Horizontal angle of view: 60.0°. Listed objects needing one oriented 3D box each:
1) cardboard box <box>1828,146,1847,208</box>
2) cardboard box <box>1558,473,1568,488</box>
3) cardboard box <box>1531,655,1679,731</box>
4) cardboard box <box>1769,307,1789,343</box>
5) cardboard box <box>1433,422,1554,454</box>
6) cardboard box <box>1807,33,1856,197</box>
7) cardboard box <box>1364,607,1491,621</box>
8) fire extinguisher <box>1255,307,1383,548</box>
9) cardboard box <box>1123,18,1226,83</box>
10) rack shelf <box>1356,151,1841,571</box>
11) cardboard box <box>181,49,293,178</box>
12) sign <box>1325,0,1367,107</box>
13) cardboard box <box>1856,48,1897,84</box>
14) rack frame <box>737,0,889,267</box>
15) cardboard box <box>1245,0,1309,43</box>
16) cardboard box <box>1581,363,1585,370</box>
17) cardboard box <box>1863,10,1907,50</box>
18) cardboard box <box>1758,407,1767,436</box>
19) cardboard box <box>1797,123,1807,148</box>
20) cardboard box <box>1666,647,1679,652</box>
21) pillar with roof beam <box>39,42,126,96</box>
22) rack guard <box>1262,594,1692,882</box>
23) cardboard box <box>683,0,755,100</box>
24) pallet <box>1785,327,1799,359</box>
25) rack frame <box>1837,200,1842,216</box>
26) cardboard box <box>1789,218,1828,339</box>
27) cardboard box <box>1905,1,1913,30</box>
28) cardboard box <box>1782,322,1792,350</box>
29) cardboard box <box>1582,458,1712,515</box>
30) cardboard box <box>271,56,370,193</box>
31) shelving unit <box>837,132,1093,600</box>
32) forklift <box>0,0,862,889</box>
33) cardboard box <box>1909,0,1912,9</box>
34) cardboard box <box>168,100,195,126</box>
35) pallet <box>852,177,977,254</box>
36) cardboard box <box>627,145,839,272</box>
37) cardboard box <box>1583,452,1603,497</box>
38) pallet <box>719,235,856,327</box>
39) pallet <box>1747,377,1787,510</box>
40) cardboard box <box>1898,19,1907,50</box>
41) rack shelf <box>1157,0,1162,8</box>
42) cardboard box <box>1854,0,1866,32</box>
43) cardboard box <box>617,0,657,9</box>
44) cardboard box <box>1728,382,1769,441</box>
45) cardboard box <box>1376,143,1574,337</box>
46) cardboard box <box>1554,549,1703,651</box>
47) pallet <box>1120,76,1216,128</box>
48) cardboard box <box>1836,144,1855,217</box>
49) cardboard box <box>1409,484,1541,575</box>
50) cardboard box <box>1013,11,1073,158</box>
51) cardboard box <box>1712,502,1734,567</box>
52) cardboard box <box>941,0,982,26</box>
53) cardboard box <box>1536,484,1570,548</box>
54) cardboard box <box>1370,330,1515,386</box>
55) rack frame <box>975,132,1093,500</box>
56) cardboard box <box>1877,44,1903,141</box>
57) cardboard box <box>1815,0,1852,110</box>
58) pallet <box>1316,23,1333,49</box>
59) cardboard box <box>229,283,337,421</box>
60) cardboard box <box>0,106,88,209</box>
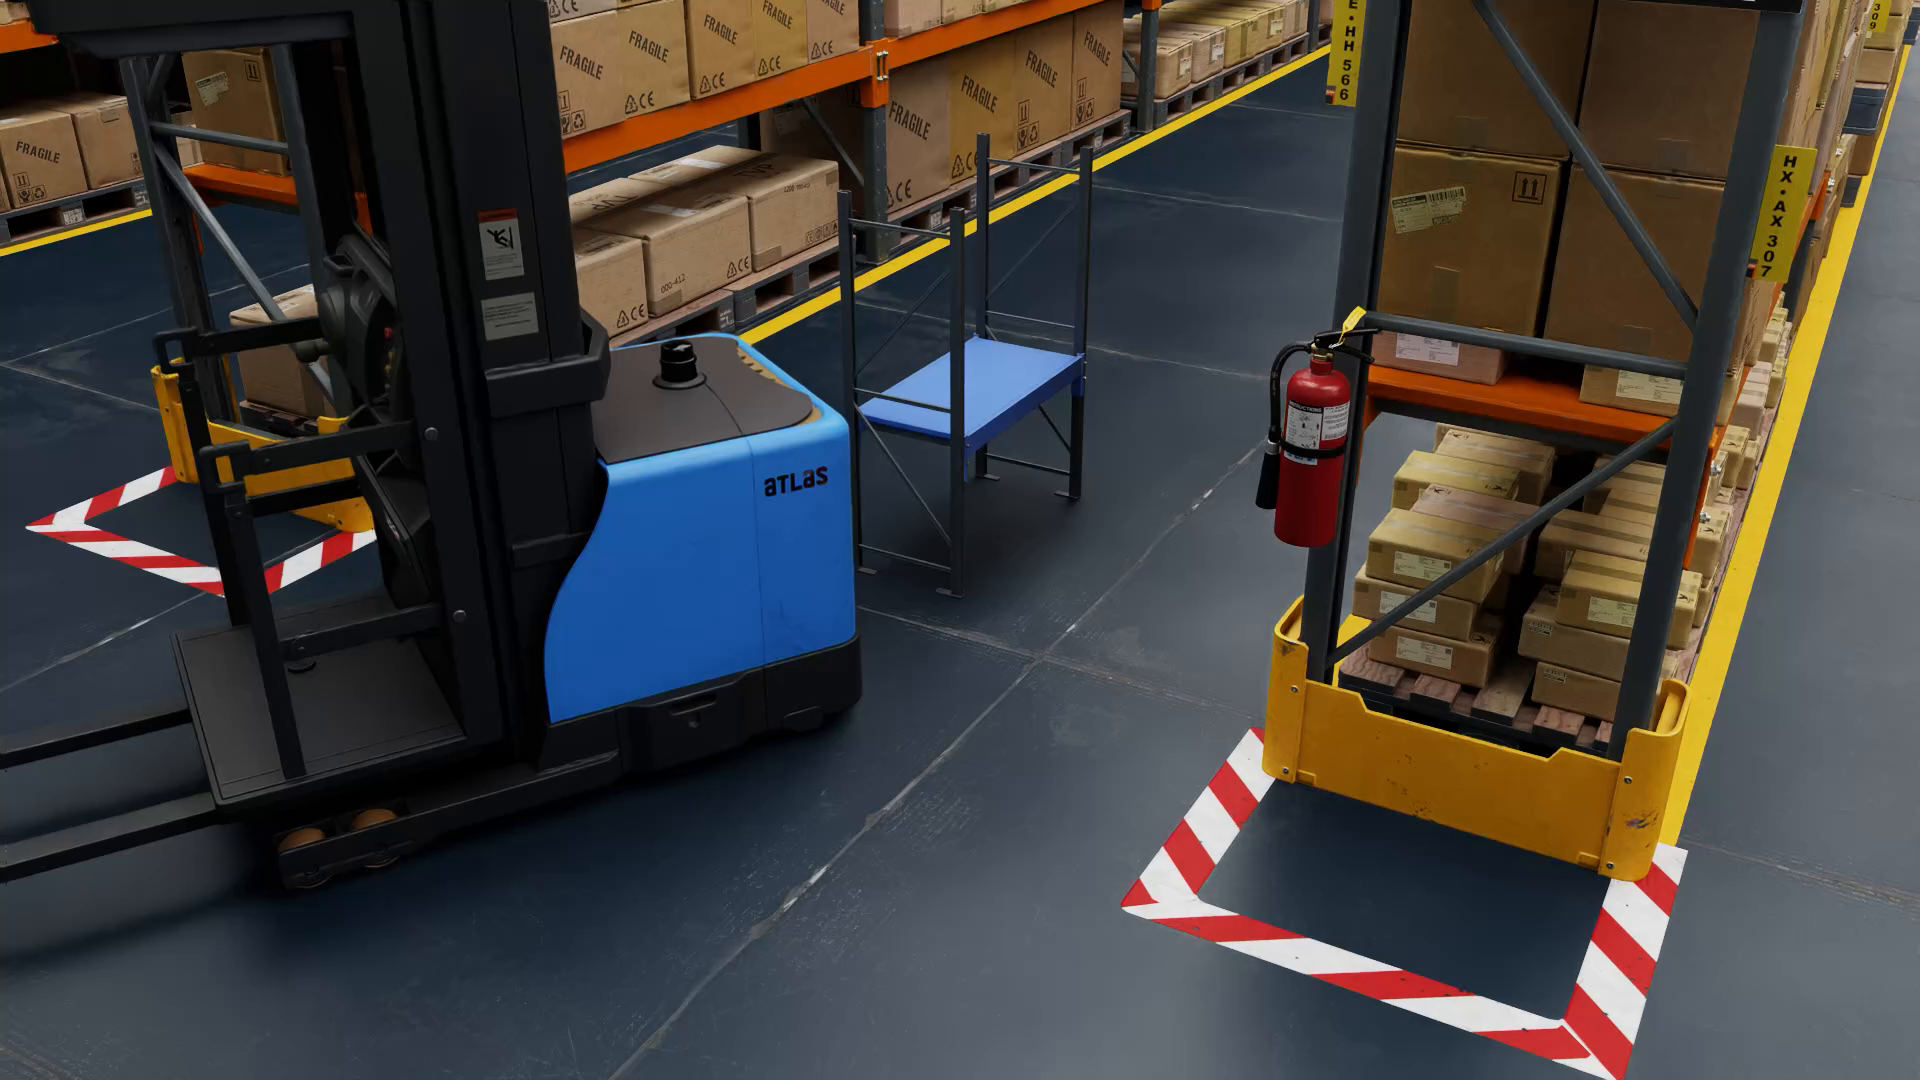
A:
[{"bbox_3d":[4.315,-1.915,8.710,0.500,0.250,0.500,15,30,27],"label":"cardboard box"},{"bbox_3d":[2.147,-0.198,6.509,0.380,0.149,0.250,15,30,27],"label":"cardboard box"},{"bbox_3d":[2.030,0.441,5.234,0.380,0.149,0.250,15,30,27],"label":"cardboard box"},{"bbox_3d":[3.422,-0.946,7.340,0.380,0.149,0.250,15,30,27],"label":"cardboard box"},{"bbox_3d":[1.990,-0.372,6.193,0.380,0.149,0.250,15,30,28],"label":"cardboard box"},{"bbox_3d":[2.967,-1.603,6.157,0.500,0.500,0.500,14,30,26],"label":"cardboard box"},{"bbox_3d":[1.610,0.201,5.713,0.380,0.149,0.250,15,30,28],"label":"cardboard box"},{"bbox_3d":[0.968,-0.315,4.531,0.296,0.674,0.183,14,30,26],"label":"fire extinguisher"},{"bbox_3d":[1.713,-4.201,14.258,0.950,0.372,0.625,14,30,25],"label":"cardboard box"},{"bbox_3d":[2.478,-0.970,6.141,1.077,0.370,4.000,14,30,26],"label":"rack shelf"},{"bbox_3d":[-2.859,-1.854,6.991,0.500,0.500,0.500,14,30,26],"label":"cardboard box"},{"bbox_3d":[1.020,-1.302,4.353,0.100,0.325,0.005,14,30,26],"label":"sign"},{"bbox_3d":[4.056,-2.199,7.604,0.380,0.149,0.250,13,29,24],"label":"cardboard box"},{"bbox_3d":[-0.898,-3.122,9.636,1.000,3.000,0.127,14,30,26],"label":"rack frame"},{"bbox_3d":[2.782,-5.048,15.949,0.950,0.372,0.625,15,30,27],"label":"cardboard box"},{"bbox_3d":[2.028,-0.563,4.804,0.380,0.149,0.250,15,30,28],"label":"cardboard box"},{"bbox_3d":[4.056,-2.332,7.537,0.380,0.149,0.250,15,30,27],"label":"cardboard box"},{"bbox_3d":[3.291,-0.557,7.226,0.380,0.149,0.250,13,29,24],"label":"cardboard box"},{"bbox_3d":[2.196,-1.019,4.990,0.500,0.500,0.500,14,30,26],"label":"cardboard box"},{"bbox_3d":[2.159,0.199,5.384,0.380,0.149,0.250,14,30,26],"label":"cardboard box"},{"bbox_3d":[-2.600,-5.875,8.434,9.100,9.000,0.400,14,30,26],"label":"pillar with roof beam"},{"bbox_3d":[1.531,0.576,5.042,1.175,0.500,0.348,14,30,26],"label":"rack guard"},{"bbox_3d":[-1.386,-2.529,8.339,0.500,0.500,0.500,14,30,25],"label":"cardboard box"},{"bbox_3d":[3.843,-1.128,8.768,1.003,0.211,1.213,14,30,26],"label":"pallet"},{"bbox_3d":[5.429,-3.630,10.651,1.000,3.000,0.127,14,30,26],"label":"rack frame"},{"bbox_3d":[4.056,-1.371,8.461,0.500,0.500,0.500,15,30,28],"label":"cardboard box"},{"bbox_3d":[4.820,-2.807,8.817,0.380,0.149,0.250,13,29,24],"label":"cardboard box"},{"bbox_3d":[3.583,-0.925,7.630,0.380,0.149,0.250,15,30,27],"label":"cardboard box"},{"bbox_3d":[2.364,-0.140,5.729,0.380,0.149,0.250,13,29,24],"label":"cardboard box"},{"bbox_3d":[-2.379,-1.732,6.747,0.500,0.500,0.500,14,30,26],"label":"cardboard box"},{"bbox_3d":[0.042,-0.704,6.481,0.538,1.500,1.048,14,30,26],"label":"shelving unit"},{"bbox_3d":[-1.866,-0.585,4.644,3.031,2.935,1.130,-14,30,-26],"label":"forklift"},{"bbox_3d":[4.566,-2.741,8.355,0.380,0.149,0.250,16,31,28],"label":"cardboard box"},{"bbox_3d":[-5.752,-2.994,11.914,0.500,0.311,0.500,15,30,28],"label":"cardboard box"},{"bbox_3d":[-0.584,-2.192,10.894,1.003,0.211,1.213,14,30,26],"label":"pallet"},{"bbox_3d":[-1.300,-1.943,9.674,0.875,0.438,0.875,14,30,25],"label":"cardboard box"},{"bbox_3d":[2.568,-0.231,6.243,0.380,0.149,0.250,16,31,29],"label":"cardboard box"},{"bbox_3d":[-1.340,-1.596,9.703,1.003,0.211,1.213,14,30,26],"label":"pallet"},{"bbox_3d":[3.162,-0.555,7.623,1.003,0.211,1.213,14,30,26],"label":"pallet"},{"bbox_3d":[4.438,-2.503,8.210,0.380,0.149,0.250,15,30,27],"label":"cardboard box"},{"bbox_3d":[2.054,-5.139,14.468,1.077,0.370,4.000,14,30,26],"label":"rack shelf"},{"bbox_3d":[3.216,-2.251,6.335,0.500,0.500,0.500,13,29,25],"label":"cardboard box"},{"bbox_3d":[-1.642,-2.779,7.722,0.500,0.500,0.500,14,30,26],"label":"cardboard box"},{"bbox_3d":[2.936,-0.530,6.509,0.380,0.149,0.250,13,29,24],"label":"cardboard box"},{"bbox_3d":[1.491,-0.922,4.797,0.500,0.500,0.500,15,30,27],"label":"cardboard box"},{"bbox_3d":[2.047,0.179,5.092,0.380,0.149,0.250,13,29,24],"label":"cardboard box"},{"bbox_3d":[1.456,-3.738,13.982,1.003,0.211,1.213,14,30,26],"label":"pallet"},{"bbox_3d":[5.075,-2.185,10.087,0.500,0.500,0.500,16,31,28],"label":"cardboard box"},{"bbox_3d":[1.707,-0.039,5.528,0.380,0.149,0.250,15,30,27],"label":"cardboard box"},{"bbox_3d":[0.215,-3.321,11.938,0.875,0.875,0.875,15,30,27],"label":"cardboard box"},{"bbox_3d":[2.666,-0.051,6.217,0.380,0.149,0.250,13,29,24],"label":"cardboard box"},{"bbox_3d":[-0.198,-3.370,10.300,0.500,0.250,0.500,13,30,25],"label":"cardboard box"},{"bbox_3d":[1.981,-0.112,6.006,0.380,0.149,0.250,14,30,25],"label":"cardboard box"},{"bbox_3d":[1.408,-0.590,4.857,0.380,0.149,0.250,14,30,26],"label":"cardboard box"},{"bbox_3d":[0.292,-0.902,6.876,0.500,1.500,0.032,14,30,26],"label":"rack frame"},{"bbox_3d":[6.234,-3.371,12.177,1.050,0.750,0.750,15,30,27],"label":"cardboard box"},{"bbox_3d":[2.464,-1.650,5.134,0.500,0.500,0.500,13,30,25],"label":"cardboard box"},{"bbox_3d":[3.337,-5.262,17.027,1.003,0.211,1.213,14,30,26],"label":"pallet"},{"bbox_3d":[-2.628,-0.885,7.559,0.875,0.438,0.875,13,29,24],"label":"cardboard box"},{"bbox_3d":[-6.004,-2.451,10.618,0.500,0.500,0.500,15,30,27],"label":"cardboard box"}]
